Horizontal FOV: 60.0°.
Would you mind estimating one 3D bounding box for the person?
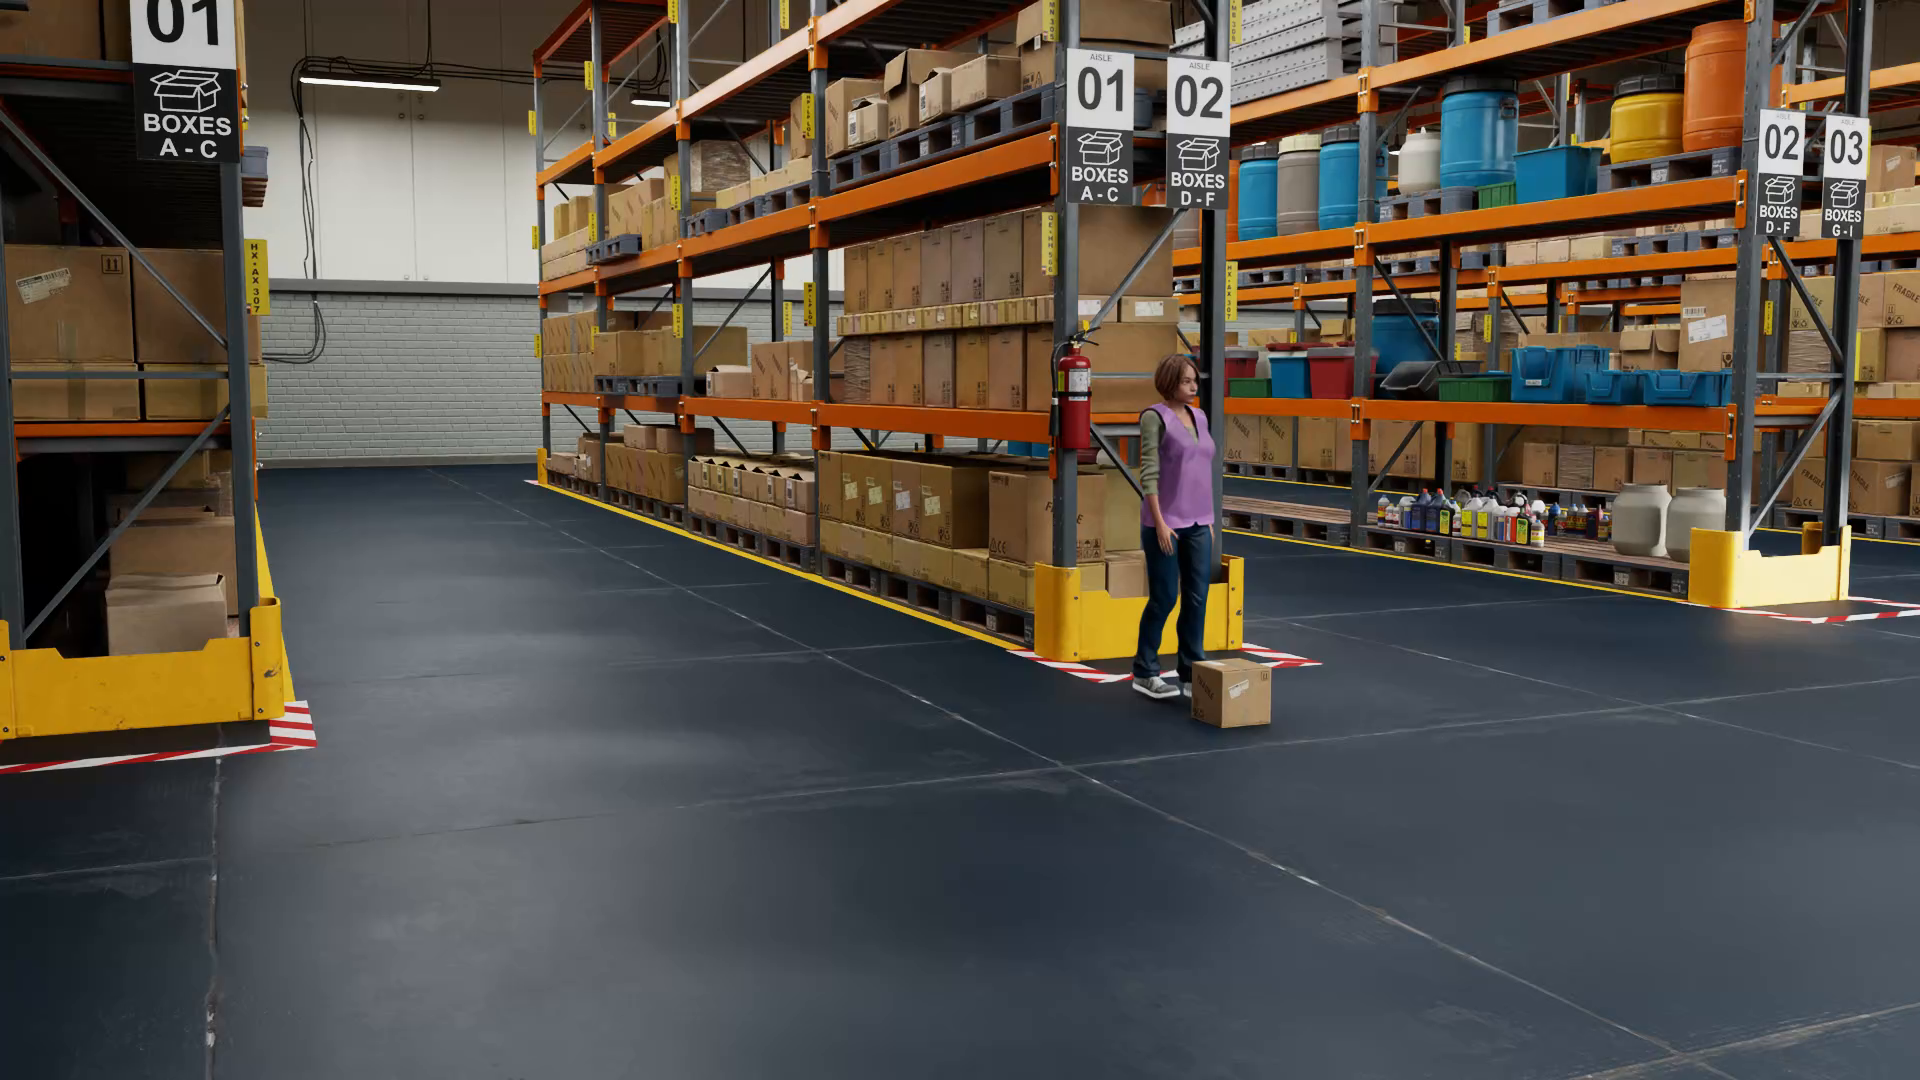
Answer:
[{"bbox_3d":[1.010,-0.048,7.651,0.430,1.612,0.460,-4,7,-34],"label":"person"}]
